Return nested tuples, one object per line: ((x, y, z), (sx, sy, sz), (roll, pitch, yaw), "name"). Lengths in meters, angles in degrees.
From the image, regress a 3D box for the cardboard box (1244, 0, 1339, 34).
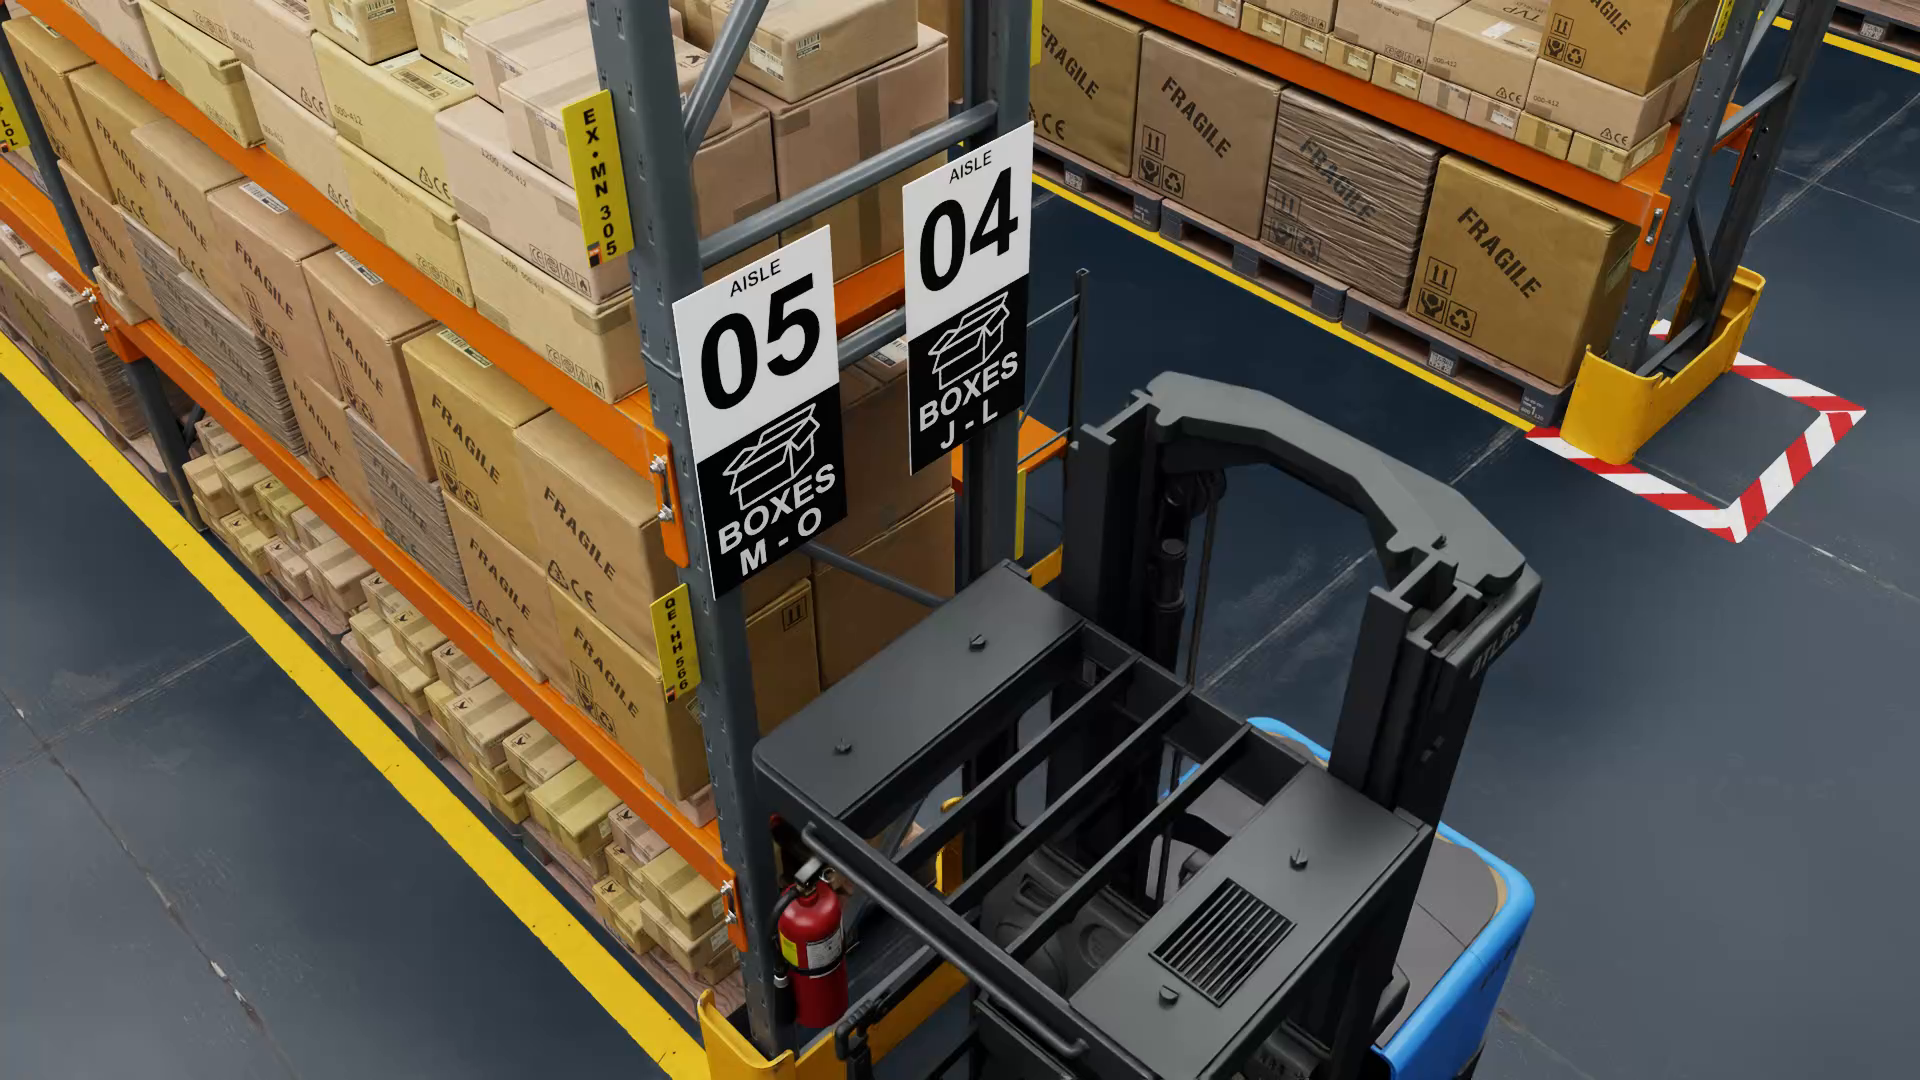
((1.722, -2.700, 7.971), (0.500, 0.250, 0.500), (-34, 52, -31), "cardboard box")

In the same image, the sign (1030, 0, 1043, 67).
((0.142, -1.158, 3.556), (0.100, 0.325, 0.005), (-34, 53, -31), "sign")

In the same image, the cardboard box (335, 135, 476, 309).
((-1.117, -0.855, 3.983), (0.500, 0.250, 0.500), (-34, 52, -31), "cardboard box")

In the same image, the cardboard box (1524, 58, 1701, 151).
((2.810, -1.963, 7.173), (0.500, 0.250, 0.500), (33, 52, 31), "cardboard box")

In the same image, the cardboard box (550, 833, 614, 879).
((-1.186, 0.943, 5.709), (0.250, 0.149, 0.380), (32, 52, 30), "cardboard box")

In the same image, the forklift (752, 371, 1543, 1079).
((0.282, 1.194, 3.916), (1.130, 2.935, 3.031), (33, 52, 30), "forklift")

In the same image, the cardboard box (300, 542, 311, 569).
((-2.409, 0.024, 6.704), (0.250, 0.149, 0.380), (32, 51, 30), "cardboard box")

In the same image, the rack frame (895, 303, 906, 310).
((-0.419, -0.836, 7.167), (0.500, 1.500, 0.032), (-34, 53, -31), "rack frame")

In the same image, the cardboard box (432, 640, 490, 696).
((-1.680, 0.418, 6.058), (0.250, 0.149, 0.380), (32, 52, 30), "cardboard box")

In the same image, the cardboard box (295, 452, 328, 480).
((-2.135, -0.402, 5.778), (0.380, 0.149, 0.250), (-32, 51, -30), "cardboard box")

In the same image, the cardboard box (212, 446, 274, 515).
((-2.818, -0.297, 6.831), (0.380, 0.149, 0.250), (-31, 51, -29), "cardboard box")

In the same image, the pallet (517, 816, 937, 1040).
((-0.845, 1.105, 6.016), (1.003, 0.211, 1.213), (-34, 53, -31), "pallet")

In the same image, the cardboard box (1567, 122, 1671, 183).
((2.856, -1.725, 7.209), (0.380, 0.149, 0.250), (-33, 52, -31), "cardboard box")

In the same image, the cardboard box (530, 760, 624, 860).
((-1.205, 0.855, 5.585), (0.250, 0.149, 0.380), (33, 52, 31), "cardboard box")

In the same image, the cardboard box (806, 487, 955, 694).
((-0.364, 0.031, 4.831), (0.500, 0.500, 0.500), (-32, 51, -30), "cardboard box")

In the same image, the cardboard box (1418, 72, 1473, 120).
((2.318, -2.091, 7.605), (0.380, 0.149, 0.250), (-33, 52, -31), "cardboard box")

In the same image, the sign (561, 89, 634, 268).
((-0.650, -0.645, 2.993), (0.100, 0.325, 0.005), (-34, 53, -31), "sign")

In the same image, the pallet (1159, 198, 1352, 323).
((1.863, -1.712, 9.065), (1.003, 0.211, 1.213), (-34, 53, -31), "pallet")

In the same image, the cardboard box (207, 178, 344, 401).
((-1.849, -0.830, 5.026), (0.500, 0.500, 0.500), (32, 52, 30), "cardboard box")

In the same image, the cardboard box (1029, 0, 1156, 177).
((0.925, -2.744, 9.383), (0.875, 0.875, 0.875), (-34, 53, -31), "cardboard box")

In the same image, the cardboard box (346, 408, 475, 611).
((-1.467, -0.202, 5.083), (0.500, 0.500, 0.500), (-34, 52, -31), "cardboard box")

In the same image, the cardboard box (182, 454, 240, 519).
((-3.038, -0.286, 7.038), (0.380, 0.149, 0.250), (-32, 51, -30), "cardboard box")

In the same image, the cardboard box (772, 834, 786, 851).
((-0.629, 0.926, 5.946), (0.250, 0.149, 0.380), (34, 53, 31), "cardboard box")

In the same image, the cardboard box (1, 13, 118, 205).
((-2.921, -1.577, 5.834), (0.500, 0.500, 0.500), (-33, 52, -30), "cardboard box")

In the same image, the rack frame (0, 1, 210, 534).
((-3.067, -1.397, 6.669), (1.000, 3.000, 0.127), (-34, 53, -31), "rack frame")

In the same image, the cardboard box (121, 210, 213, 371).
((-2.541, -0.950, 5.892), (0.500, 0.500, 0.500), (-34, 53, -31), "cardboard box")

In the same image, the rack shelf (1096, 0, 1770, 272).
((1.928, -2.500, 8.393), (1.077, 0.370, 4.000), (-34, 53, -31), "rack shelf")

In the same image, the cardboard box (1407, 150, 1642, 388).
((2.832, -1.447, 7.979), (0.875, 0.875, 0.875), (-34, 53, -31), "cardboard box")

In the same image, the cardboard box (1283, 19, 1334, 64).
((1.777, -2.459, 8.004), (0.380, 0.149, 0.250), (-33, 52, -31), "cardboard box")

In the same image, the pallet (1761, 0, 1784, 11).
((5.435, -4.154, 11.707), (1.003, 0.211, 1.213), (-34, 53, -31), "pallet")

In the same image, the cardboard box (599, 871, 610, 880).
((-1.141, 1.022, 5.843), (0.250, 0.149, 0.380), (34, 52, 31), "cardboard box")

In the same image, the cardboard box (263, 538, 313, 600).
((-2.637, 0.047, 6.897), (0.250, 0.149, 0.380), (34, 52, 31), "cardboard box")

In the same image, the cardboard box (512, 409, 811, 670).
((-0.742, -0.089, 4.224), (0.500, 0.500, 0.500), (33, 52, 31), "cardboard box")

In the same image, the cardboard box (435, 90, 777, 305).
((-0.748, -0.804, 3.560), (0.500, 0.250, 0.500), (33, 52, 30), "cardboard box")

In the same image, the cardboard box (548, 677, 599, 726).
((-1.010, 0.345, 4.968), (0.250, 0.149, 0.380), (34, 52, 31), "cardboard box")

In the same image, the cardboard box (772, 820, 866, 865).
((-0.431, 0.934, 5.719), (0.380, 0.149, 0.250), (-32, 51, -30), "cardboard box")

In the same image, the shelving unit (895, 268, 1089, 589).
((-0.054, -0.587, 6.898), (0.587, 1.500, 1.083), (-34, 53, -31), "shelving unit")

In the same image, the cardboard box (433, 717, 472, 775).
((-1.728, 0.676, 6.217), (0.380, 0.149, 0.250), (-33, 52, -31), "cardboard box")

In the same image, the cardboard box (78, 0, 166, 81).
((-2.213, -1.599, 4.787), (0.500, 0.250, 0.500), (-32, 51, -30), "cardboard box")

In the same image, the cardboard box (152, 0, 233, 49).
((-1.818, -1.545, 4.361), (0.500, 0.250, 0.500), (32, 51, 30), "cardboard box")

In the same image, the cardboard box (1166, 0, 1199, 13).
((1.229, -2.831, 8.406), (0.250, 0.149, 0.380), (33, 52, 31), "cardboard box")

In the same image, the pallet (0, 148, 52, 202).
((-3.504, -1.763, 7.207), (1.003, 0.211, 1.213), (-34, 53, -31), "pallet")

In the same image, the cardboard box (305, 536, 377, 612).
((-2.282, 0.077, 6.427), (0.380, 0.149, 0.250), (-33, 52, -30), "cardboard box")

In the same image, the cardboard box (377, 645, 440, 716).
((-1.942, 0.449, 6.243), (0.380, 0.149, 0.250), (-34, 52, -31), "cardboard box")

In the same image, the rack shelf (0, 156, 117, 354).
((-4.480, -2.094, 7.953), (1.077, 0.370, 4.000), (-34, 53, -31), "rack shelf")

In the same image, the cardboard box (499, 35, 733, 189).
((-0.685, -0.870, 3.337), (0.250, 0.149, 0.380), (34, 52, 31), "cardboard box")

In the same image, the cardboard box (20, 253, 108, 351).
((-3.772, -1.145, 7.376), (0.500, 0.250, 0.500), (33, 52, 30), "cardboard box")

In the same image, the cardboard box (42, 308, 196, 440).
((-3.768, -0.868, 7.629), (0.500, 0.500, 0.500), (33, 52, 31), "cardboard box")

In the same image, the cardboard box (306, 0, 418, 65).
((-1.235, -1.234, 3.731), (0.380, 0.149, 0.250), (-33, 52, -31), "cardboard box")

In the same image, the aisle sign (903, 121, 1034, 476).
((0.021, -0.538, 3.824), (0.394, 0.787, 0.004), (-34, 53, -31), "aisle sign")
